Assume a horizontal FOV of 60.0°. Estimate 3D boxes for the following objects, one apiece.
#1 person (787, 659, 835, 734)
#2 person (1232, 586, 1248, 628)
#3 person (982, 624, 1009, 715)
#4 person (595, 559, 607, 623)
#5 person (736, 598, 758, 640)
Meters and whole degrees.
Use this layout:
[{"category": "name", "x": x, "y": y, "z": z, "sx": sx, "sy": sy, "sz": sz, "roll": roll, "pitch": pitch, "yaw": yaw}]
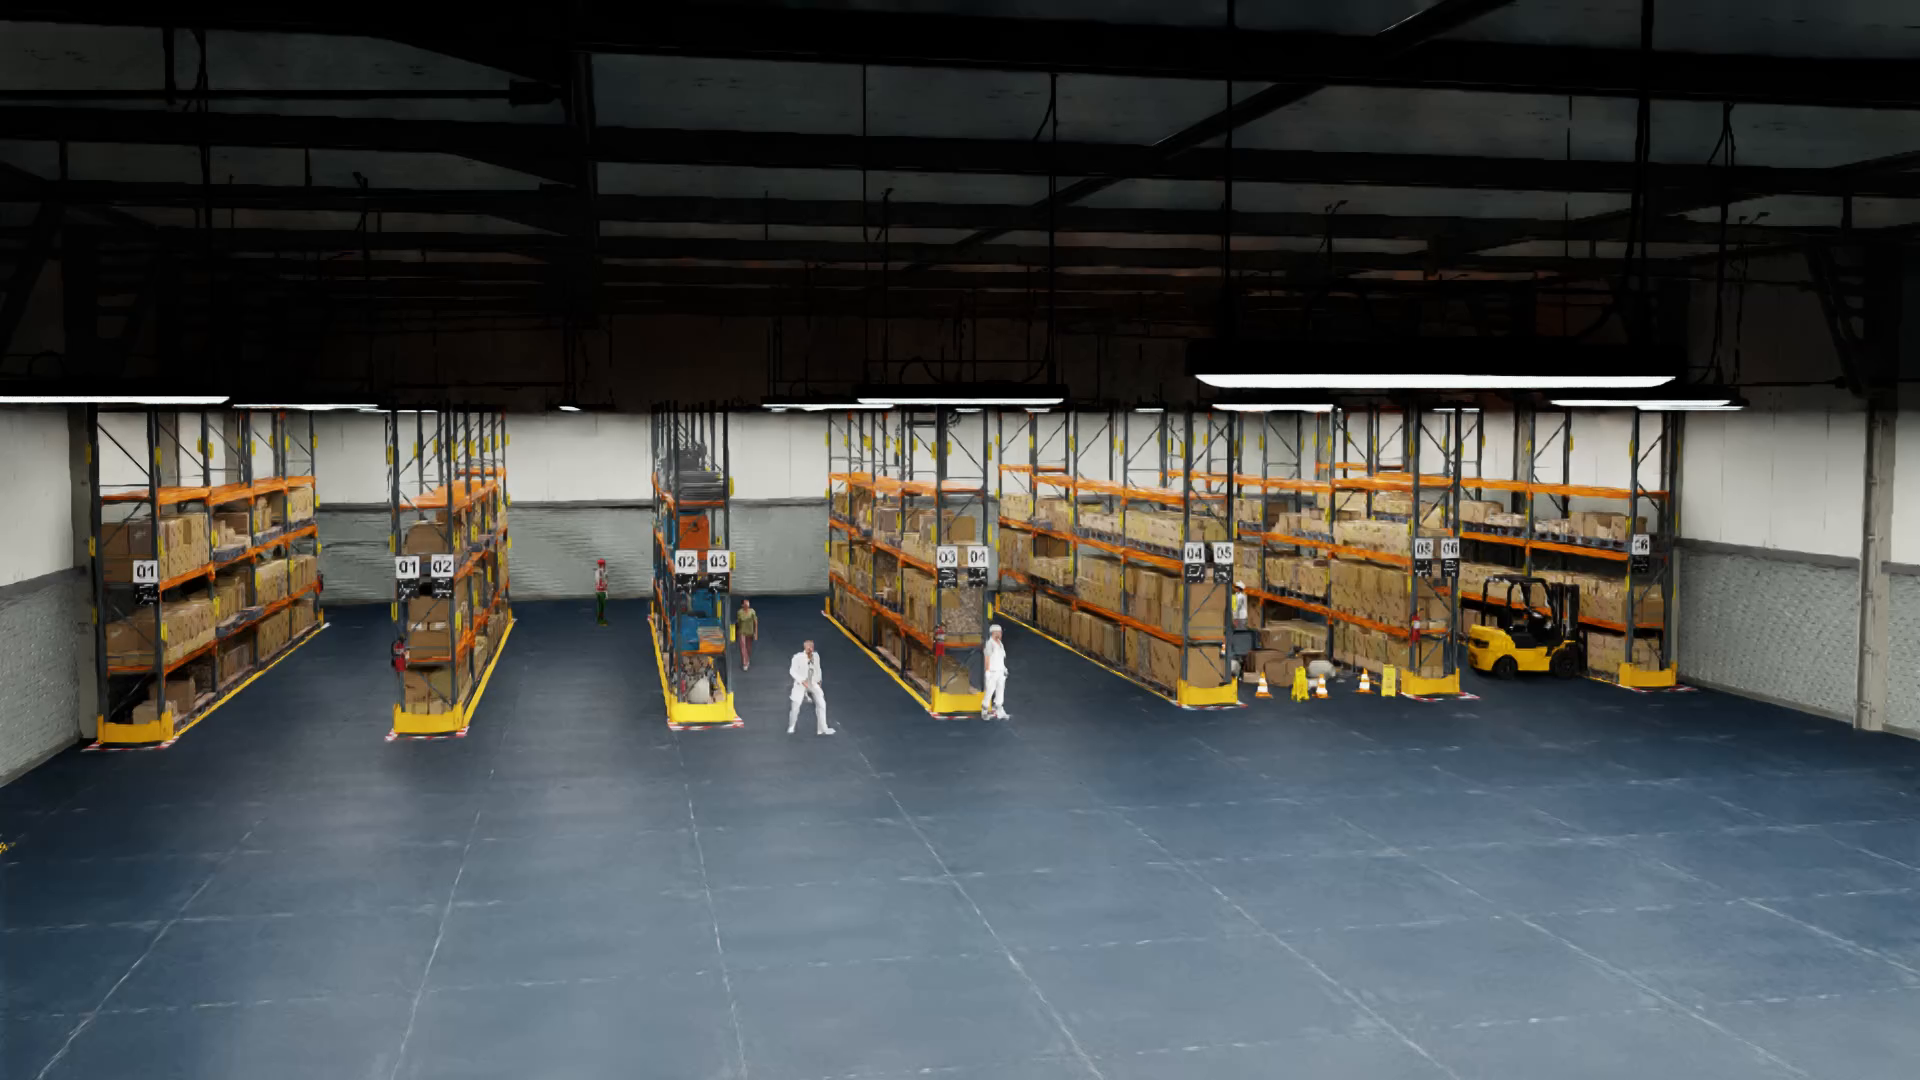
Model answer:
[{"category": "person", "x": -2.725, "y": 2.785, "z": 29.787, "sx": 0.681, "sy": 1.372, "sz": 0.888, "roll": -2, "pitch": 5, "yaw": -28}, {"category": "person", "x": 6.609, "y": 1.877, "z": 39.461, "sx": 0.570, "sy": 1.718, "sz": 0.626, "roll": 1, "pitch": 4, "yaw": 15}, {"category": "person", "x": 0.637, "y": 2.444, "z": 31.251, "sx": 0.389, "sy": 1.743, "sz": 0.581, "roll": 3, "pitch": 5, "yaw": 31}, {"category": "person", "x": -9.737, "y": 1.372, "z": 45.205, "sx": 0.354, "sy": 1.732, "sz": 0.550, "roll": -3, "pitch": 5, "yaw": -32}, {"category": "person", "x": -4.798, "y": 1.760, "z": 37.436, "sx": 0.458, "sy": 0.950, "sz": 0.425, "roll": -1, "pitch": 4, "yaw": -13}]
